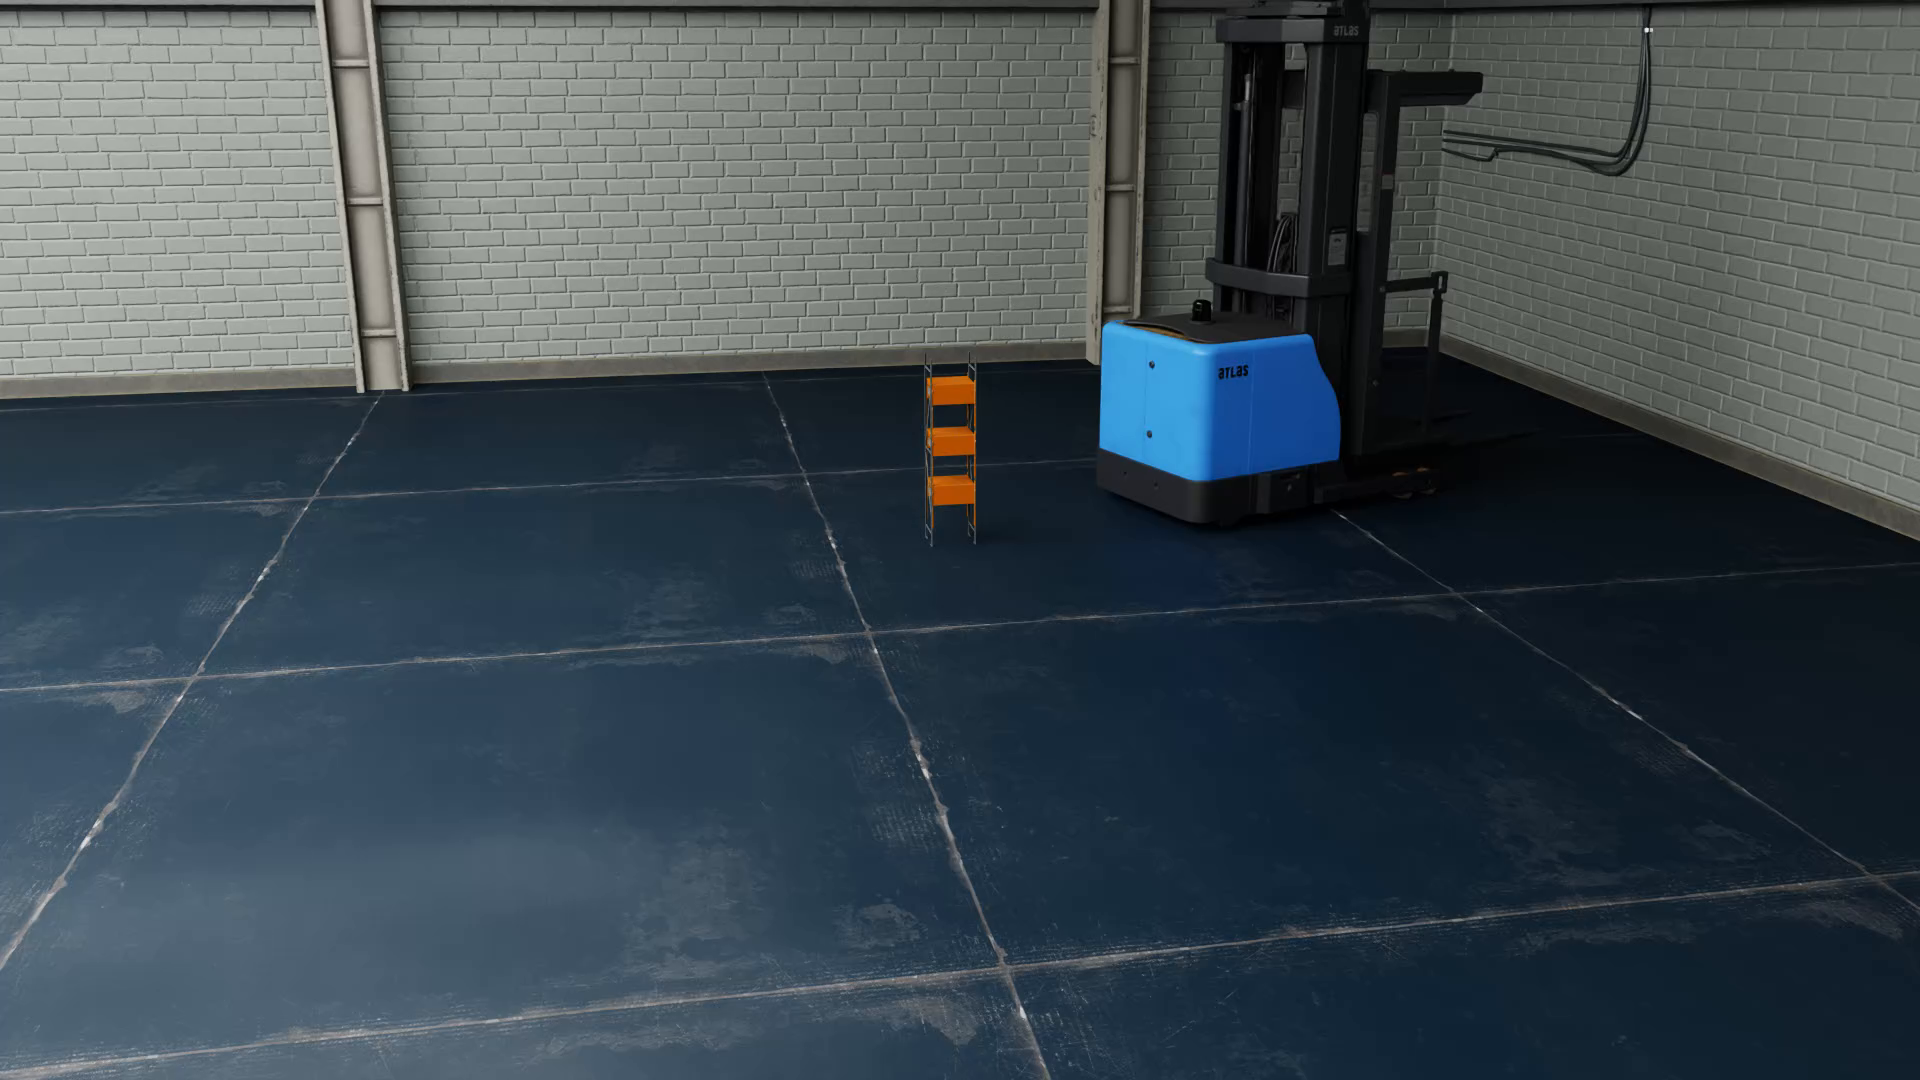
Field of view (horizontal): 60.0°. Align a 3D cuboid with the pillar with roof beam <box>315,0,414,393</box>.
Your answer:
[{"bbox_3d":[-3.763,-4.276,7.906,0.400,9.000,9.100,-3,17,-10],"label":"pillar with roof beam"}]

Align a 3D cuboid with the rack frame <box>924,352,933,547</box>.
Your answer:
[{"bbox_3d":[-0.172,-0.492,9.126,0.008,1.050,0.200,-3,17,-10],"label":"rack frame"}]

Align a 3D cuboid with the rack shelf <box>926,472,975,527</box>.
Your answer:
[{"bbox_3d":[-0.053,-0.223,9.233,0.240,0.259,0.215,-3,17,-10],"label":"rack shelf"}]

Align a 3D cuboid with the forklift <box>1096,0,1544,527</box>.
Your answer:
[{"bbox_3d":[2.362,-1.773,10.093,3.031,2.935,1.130,-10,20,-29],"label":"forklift"}]

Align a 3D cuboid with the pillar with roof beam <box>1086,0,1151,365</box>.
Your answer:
[{"bbox_3d":[2.128,-4.610,8.994,0.400,9.000,9.100,-3,17,-10],"label":"pillar with roof beam"}]

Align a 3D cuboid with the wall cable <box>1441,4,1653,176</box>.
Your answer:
[{"bbox_3d":[4.455,-4.149,12.783,0.112,2.526,3.097,-3,17,-10],"label":"wall cable"}]

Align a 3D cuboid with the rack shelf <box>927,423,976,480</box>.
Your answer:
[{"bbox_3d":[-0.053,-0.489,9.151,0.240,0.259,0.215,-3,17,-10],"label":"rack shelf"}]

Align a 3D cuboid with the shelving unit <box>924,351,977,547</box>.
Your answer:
[{"bbox_3d":[-0.053,-0.499,9.148,0.252,1.050,0.215,-3,17,-10],"label":"shelving unit"}]

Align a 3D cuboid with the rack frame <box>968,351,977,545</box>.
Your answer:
[{"bbox_3d":[0.067,-0.506,9.170,0.008,1.050,0.200,-3,17,-10],"label":"rack frame"}]

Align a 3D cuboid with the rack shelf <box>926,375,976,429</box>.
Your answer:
[{"bbox_3d":[-0.053,-0.760,9.068,0.240,0.259,0.215,-3,17,-10],"label":"rack shelf"}]
